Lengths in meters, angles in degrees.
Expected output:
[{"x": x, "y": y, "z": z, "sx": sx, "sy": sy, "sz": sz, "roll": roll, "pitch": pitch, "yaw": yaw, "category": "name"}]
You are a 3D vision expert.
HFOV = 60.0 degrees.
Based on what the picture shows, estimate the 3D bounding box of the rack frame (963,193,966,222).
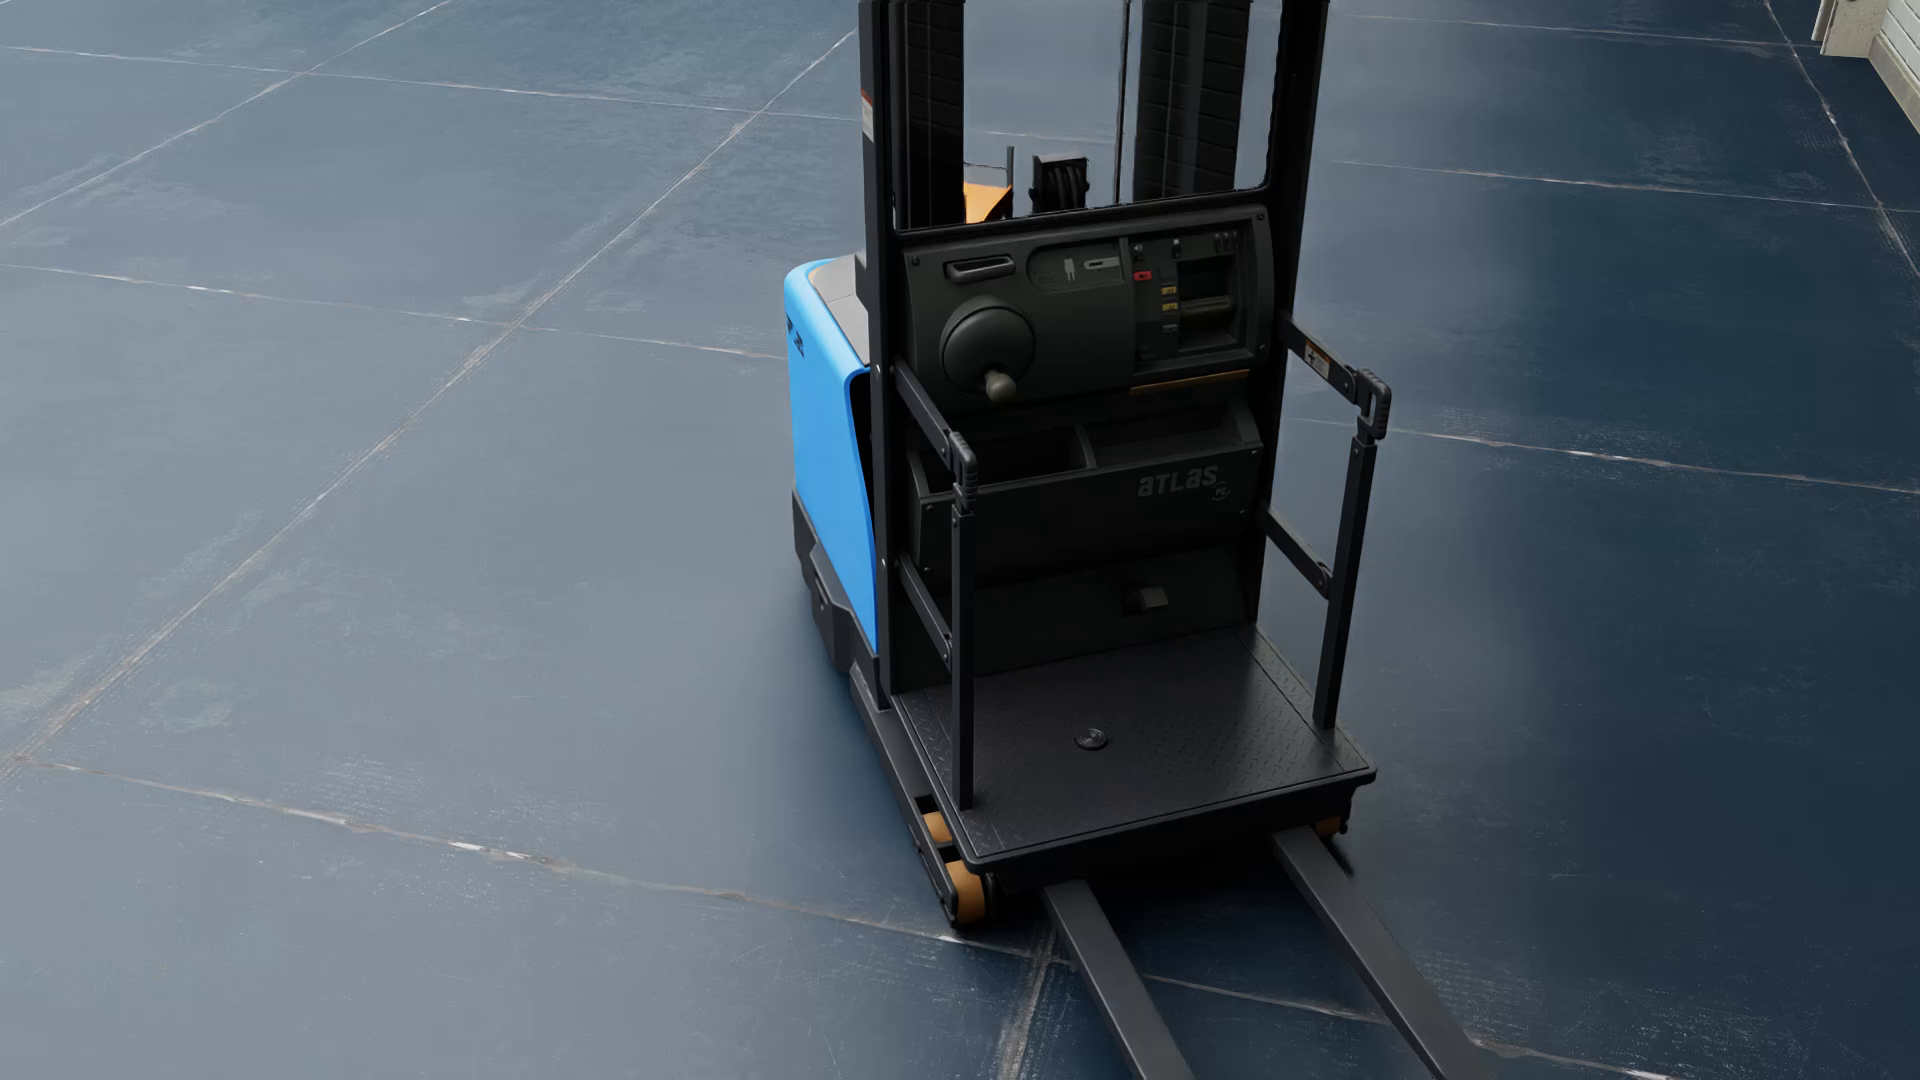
[{"x": -0.096, "y": -0.599, "z": 5.574, "sx": 0.240, "sy": 1.200, "sz": 0.015, "roll": 11, "pitch": 34, "yaw": 16, "category": "rack frame"}]

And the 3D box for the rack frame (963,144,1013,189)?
[{"x": 0.064, "y": -0.846, "z": 5.963, "sx": 0.240, "sy": 1.200, "sz": 0.015, "roll": 11, "pitch": 34, "yaw": 16, "category": "rack frame"}]

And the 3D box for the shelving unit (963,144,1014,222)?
[{"x": -0.016, "y": -0.723, "z": 5.769, "sx": 0.258, "sy": 1.200, "sz": 0.503, "roll": 11, "pitch": 34, "yaw": 16, "category": "shelving unit"}]

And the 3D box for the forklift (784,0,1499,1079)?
[{"x": 0.392, "y": -0.508, "z": 3.817, "sx": 1.130, "sy": 2.935, "sz": 3.031, "roll": -10, "pitch": 34, "yaw": -15, "category": "forklift"}]

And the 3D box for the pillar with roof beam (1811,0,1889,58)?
[{"x": 1.542, "y": -7.567, "z": 9.265, "sx": 9.100, "sy": 9.000, "sz": 0.400, "roll": 8, "pitch": 33, "yaw": 12, "category": "pillar with roof beam"}]

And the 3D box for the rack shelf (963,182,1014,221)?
[{"x": -0.016, "y": -1.054, "z": 5.558, "sx": 0.258, "sy": 0.148, "sz": 0.480, "roll": 11, "pitch": 34, "yaw": 16, "category": "rack shelf"}]
